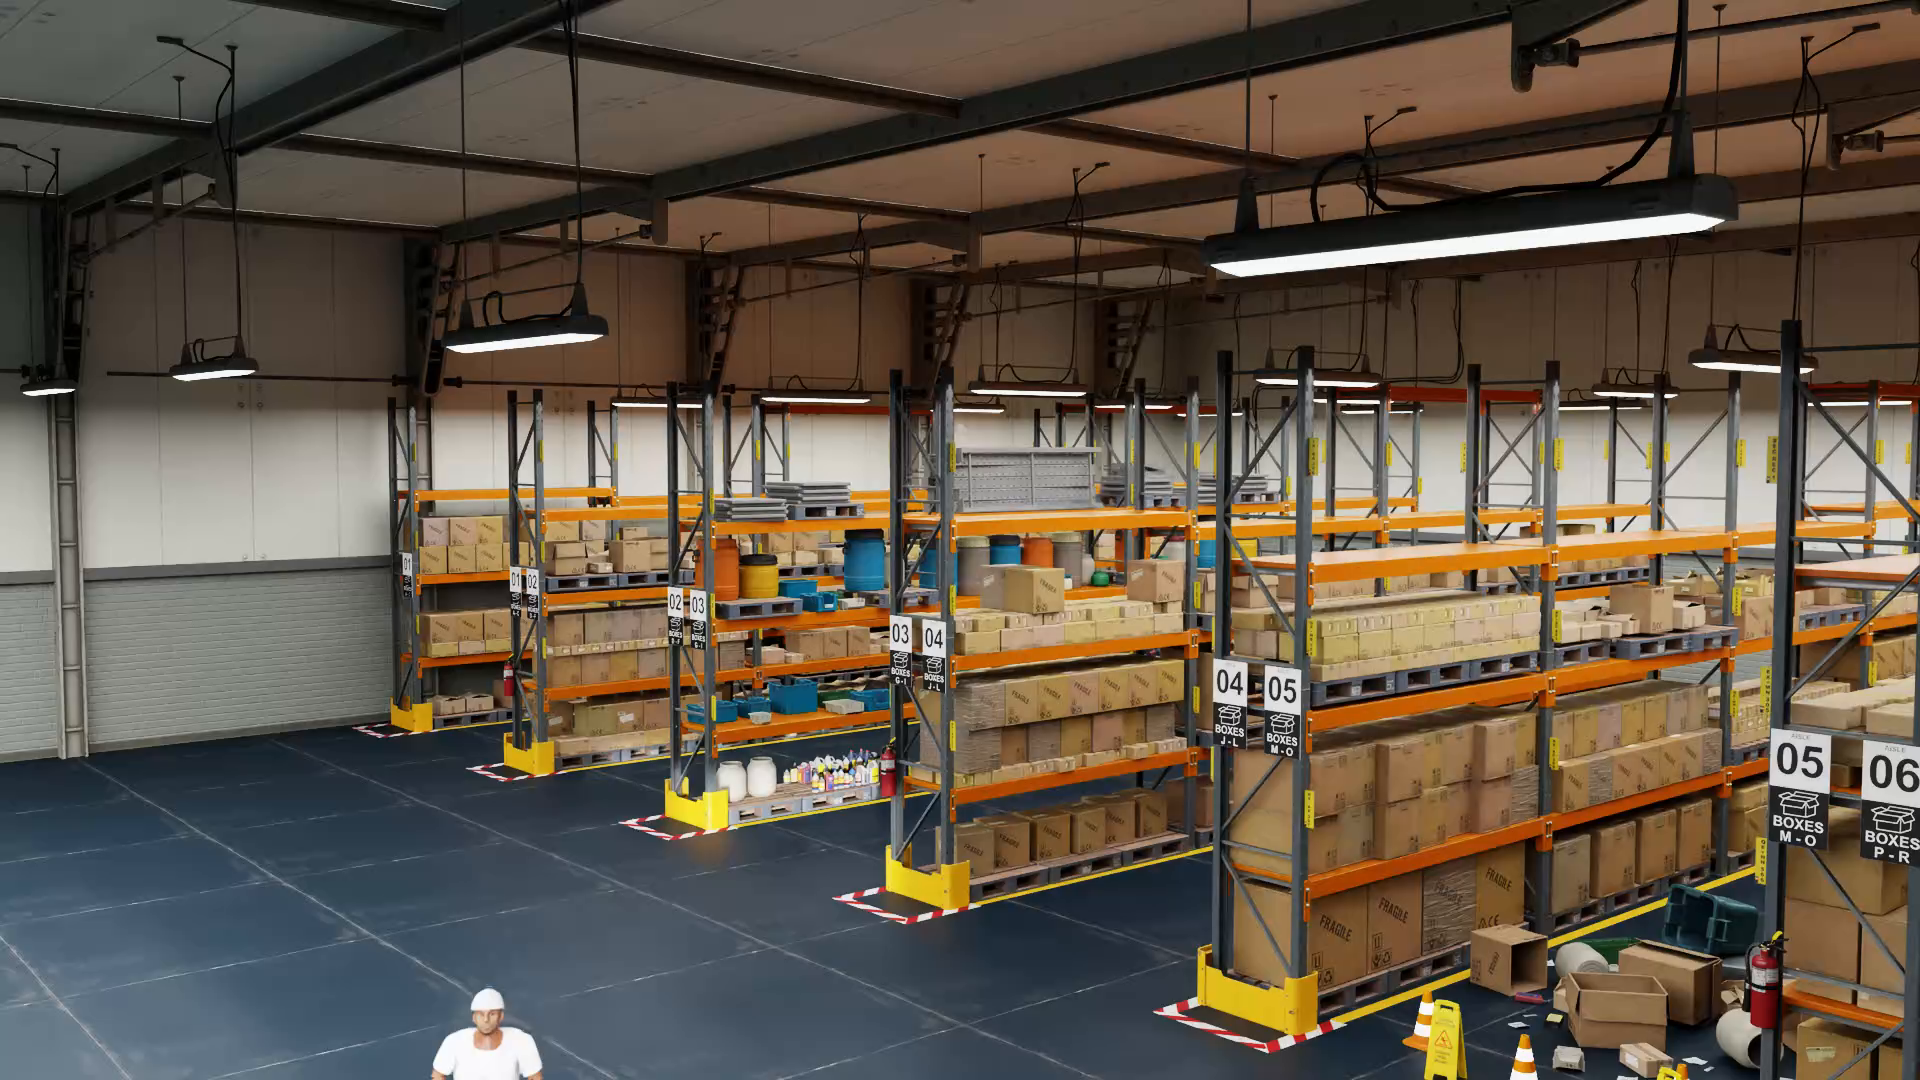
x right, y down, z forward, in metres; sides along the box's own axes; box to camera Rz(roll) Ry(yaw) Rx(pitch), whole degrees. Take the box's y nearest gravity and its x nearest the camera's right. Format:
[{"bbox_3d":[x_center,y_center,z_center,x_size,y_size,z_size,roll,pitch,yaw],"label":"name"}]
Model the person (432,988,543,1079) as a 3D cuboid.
[{"bbox_3d":[-2.997,3.686,10.529,0.693,1.726,0.546,-1,3,-9],"label":"person"}]
